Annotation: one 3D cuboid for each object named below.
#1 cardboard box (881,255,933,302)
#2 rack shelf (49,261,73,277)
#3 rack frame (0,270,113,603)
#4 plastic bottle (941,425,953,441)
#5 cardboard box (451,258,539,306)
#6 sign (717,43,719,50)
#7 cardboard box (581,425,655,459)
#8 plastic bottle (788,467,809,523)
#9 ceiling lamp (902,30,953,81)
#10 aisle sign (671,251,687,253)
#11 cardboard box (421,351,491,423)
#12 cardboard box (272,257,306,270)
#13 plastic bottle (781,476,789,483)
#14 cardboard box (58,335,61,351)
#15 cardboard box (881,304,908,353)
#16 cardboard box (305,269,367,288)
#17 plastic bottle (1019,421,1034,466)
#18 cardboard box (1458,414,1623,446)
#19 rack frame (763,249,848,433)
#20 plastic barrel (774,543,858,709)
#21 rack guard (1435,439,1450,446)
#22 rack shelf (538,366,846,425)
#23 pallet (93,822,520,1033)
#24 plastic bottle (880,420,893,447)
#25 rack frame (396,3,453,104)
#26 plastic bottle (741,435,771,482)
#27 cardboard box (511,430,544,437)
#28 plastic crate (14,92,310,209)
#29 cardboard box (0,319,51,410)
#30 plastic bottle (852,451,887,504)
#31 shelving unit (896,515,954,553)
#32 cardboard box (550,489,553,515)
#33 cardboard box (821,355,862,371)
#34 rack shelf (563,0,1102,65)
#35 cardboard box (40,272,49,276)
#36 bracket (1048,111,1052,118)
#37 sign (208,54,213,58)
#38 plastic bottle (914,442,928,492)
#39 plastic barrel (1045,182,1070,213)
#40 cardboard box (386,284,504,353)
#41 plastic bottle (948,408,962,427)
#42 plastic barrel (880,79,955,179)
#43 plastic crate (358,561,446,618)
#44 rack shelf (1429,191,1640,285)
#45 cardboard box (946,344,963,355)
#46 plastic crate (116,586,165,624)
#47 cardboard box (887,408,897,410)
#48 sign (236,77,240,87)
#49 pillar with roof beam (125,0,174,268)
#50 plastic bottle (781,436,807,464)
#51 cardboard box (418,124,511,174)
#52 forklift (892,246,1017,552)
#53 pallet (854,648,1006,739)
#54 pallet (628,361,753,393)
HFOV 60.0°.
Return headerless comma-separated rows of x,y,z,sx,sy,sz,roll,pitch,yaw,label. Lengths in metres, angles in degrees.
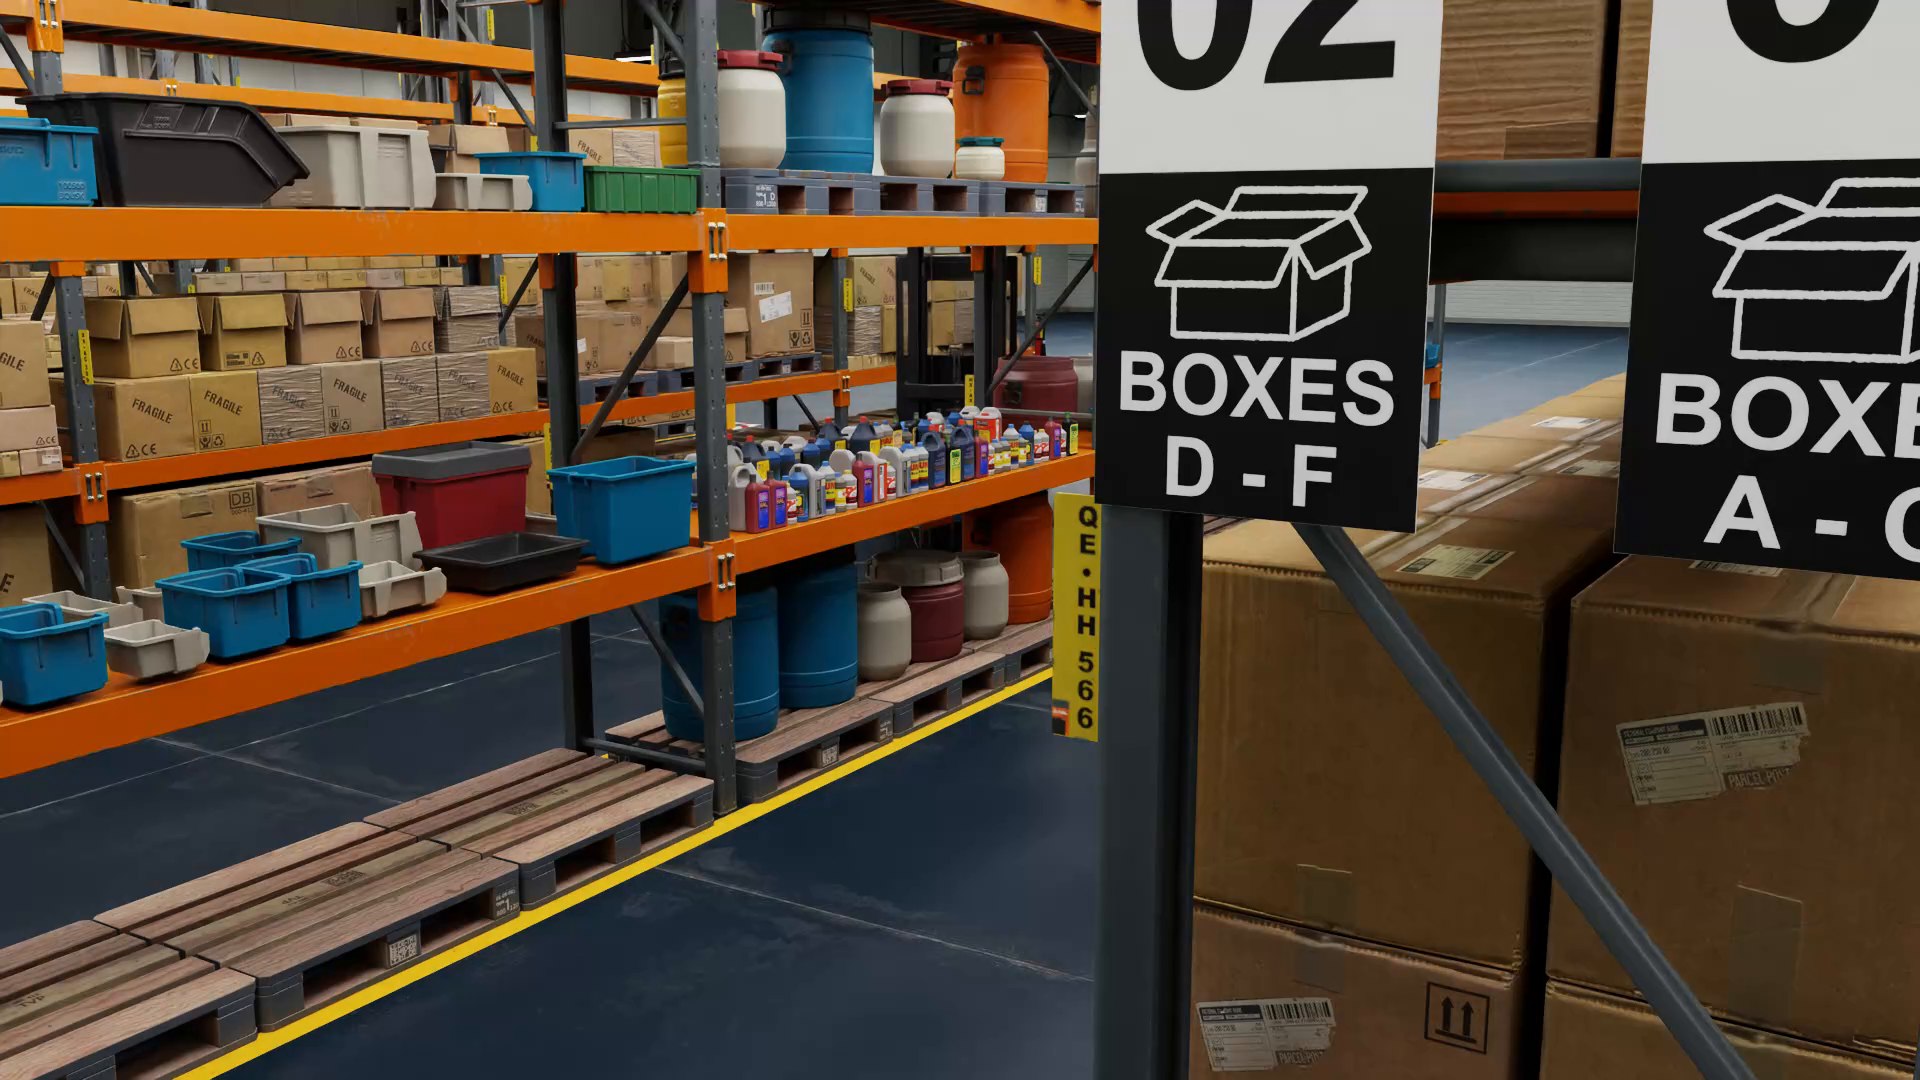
-0.635,-2.841,18.097,0.500,0.500,0.500,6,12,31,cardboard box
-6.796,-1.499,8.526,1.077,0.370,4.000,6,12,31,rack shelf
-5.758,-0.693,10.416,1.000,3.000,0.127,6,12,31,rack frame
-0.073,-0.632,10.632,0.097,0.201,0.097,0,11,0,plastic bottle
-5.570,-3.100,19.932,0.875,0.550,0.550,6,12,31,cardboard box
-3.258,-6.462,22.179,0.100,0.325,0.005,6,12,31,sign
-3.092,-0.870,14.926,0.500,0.250,0.500,8,13,37,cardboard box
-0.806,-0.229,8.291,0.097,0.271,0.097,0,11,0,plastic bottle
-0.475,-12.019,38.749,2.000,3.185,0.800,6,12,31,ceiling lamp
-3.934,-4.387,23.087,0.394,0.787,0.004,6,12,31,aisle sign
-3.989,-1.192,12.810,0.500,0.500,0.500,6,12,30,cardboard box
-9.377,-3.711,22.742,0.700,0.500,0.500,6,12,31,cardboard box
-0.885,-0.225,8.457,0.097,0.201,0.097,0,11,0,plastic bottle
-8.137,-1.796,15.045,0.380,0.149,0.250,6,12,31,cardboard box
-1.028,-2.286,17.849,0.875,0.500,0.500,6,12,31,cardboard box
-6.835,-2.663,17.951,0.700,0.500,0.500,6,12,30,cardboard box
0.410,-0.597,10.258,0.097,0.271,0.097,0,11,0,plastic bottle
1.420,0.004,3.705,0.500,0.500,0.500,7,13,32,cardboard box
-1.604,-1.951,17.137,1.000,3.000,0.127,6,12,31,rack frame
-0.860,0.410,9.086,0.600,0.901,0.708,6,12,31,plastic barrel
4.706,-0.861,18.112,1.175,0.500,0.348,6,12,31,rack guard
-2.643,-1.283,15.523,1.077,0.370,4.000,6,12,31,rack shelf
-2.506,1.463,6.479,1.003,0.211,1.213,6,12,31,pallet
-0.462,-0.602,10.284,0.097,0.271,0.097,0,11,0,plastic bottle
-7.997,-6.475,25.002,1.000,3.000,0.127,6,12,31,rack frame
-1.108,-0.386,8.914,0.144,0.351,0.185,6,12,31,plastic bottle
-5.405,-1.695,20.402,0.875,0.875,0.875,7,12,32,cardboard box
-2.573,-1.248,5.401,0.504,0.338,0.767,6,12,31,plastic crate
-5.768,-1.036,9.811,0.500,0.500,0.500,7,13,32,cardboard box
-0.478,-0.340,8.872,0.152,0.276,0.135,6,12,31,plastic bottle
-0.285,-0.383,13.655,0.258,1.200,0.503,6,12,31,shelving unit
-3.350,-0.416,14.539,0.700,0.500,0.500,6,12,28,cardboard box
-1.236,-1.832,17.187,0.380,0.149,0.250,6,12,31,cardboard box
-0.486,-2.932,9.120,1.077,0.370,4.000,6,12,31,rack shelf
-13.856,-3.959,25.019,0.380,0.149,0.250,7,12,32,cardboard box
2.721,-13.444,52.446,0.235,0.232,0.430,6,12,31,bracket
-9.597,-6.331,21.263,0.100,0.325,0.005,6,12,31,sign
-0.224,-0.406,9.233,0.097,0.271,0.097,0,11,0,plastic bottle
0.636,-2.290,11.221,0.294,0.245,0.294,0,11,0,plastic barrel
-4.075,-1.750,13.069,0.797,0.503,0.637,7,13,33,cardboard box
-0.033,-0.732,10.979,0.097,0.271,0.097,0,11,0,plastic bottle
-0.240,-2.303,9.356,0.433,0.535,0.433,0,11,0,plastic barrel
-2.172,0.183,6.291,0.293,0.136,0.466,6,12,31,plastic crate
1.668,-0.552,3.468,1.077,0.370,4.000,6,12,31,rack shelf
-0.188,-2.146,18.862,0.380,0.149,0.250,6,12,31,cardboard box
-2.908,0.226,6.065,0.298,0.136,0.250,6,12,31,plastic crate
-0.489,-1.267,19.137,0.500,0.500,0.500,8,13,36,cardboard box
-11.785,-7.393,27.150,0.100,0.325,0.005,6,12,31,sign
-9.694,-6.514,25.210,9.100,9.000,0.548,6,12,31,pillar with roof beam
-0.955,-0.446,9.435,0.152,0.276,0.135,6,12,31,plastic bottle
-3.936,-2.950,12.903,0.797,0.503,0.637,7,13,34,cardboard box
-0.033,-1.566,15.270,1.130,2.935,3.031,0,11,0,forklift
-0.456,0.841,9.801,1.003,0.211,1.213,6,12,31,pallet
-2.688,-1.543,15.478,1.003,0.211,1.213,6,12,31,pallet
